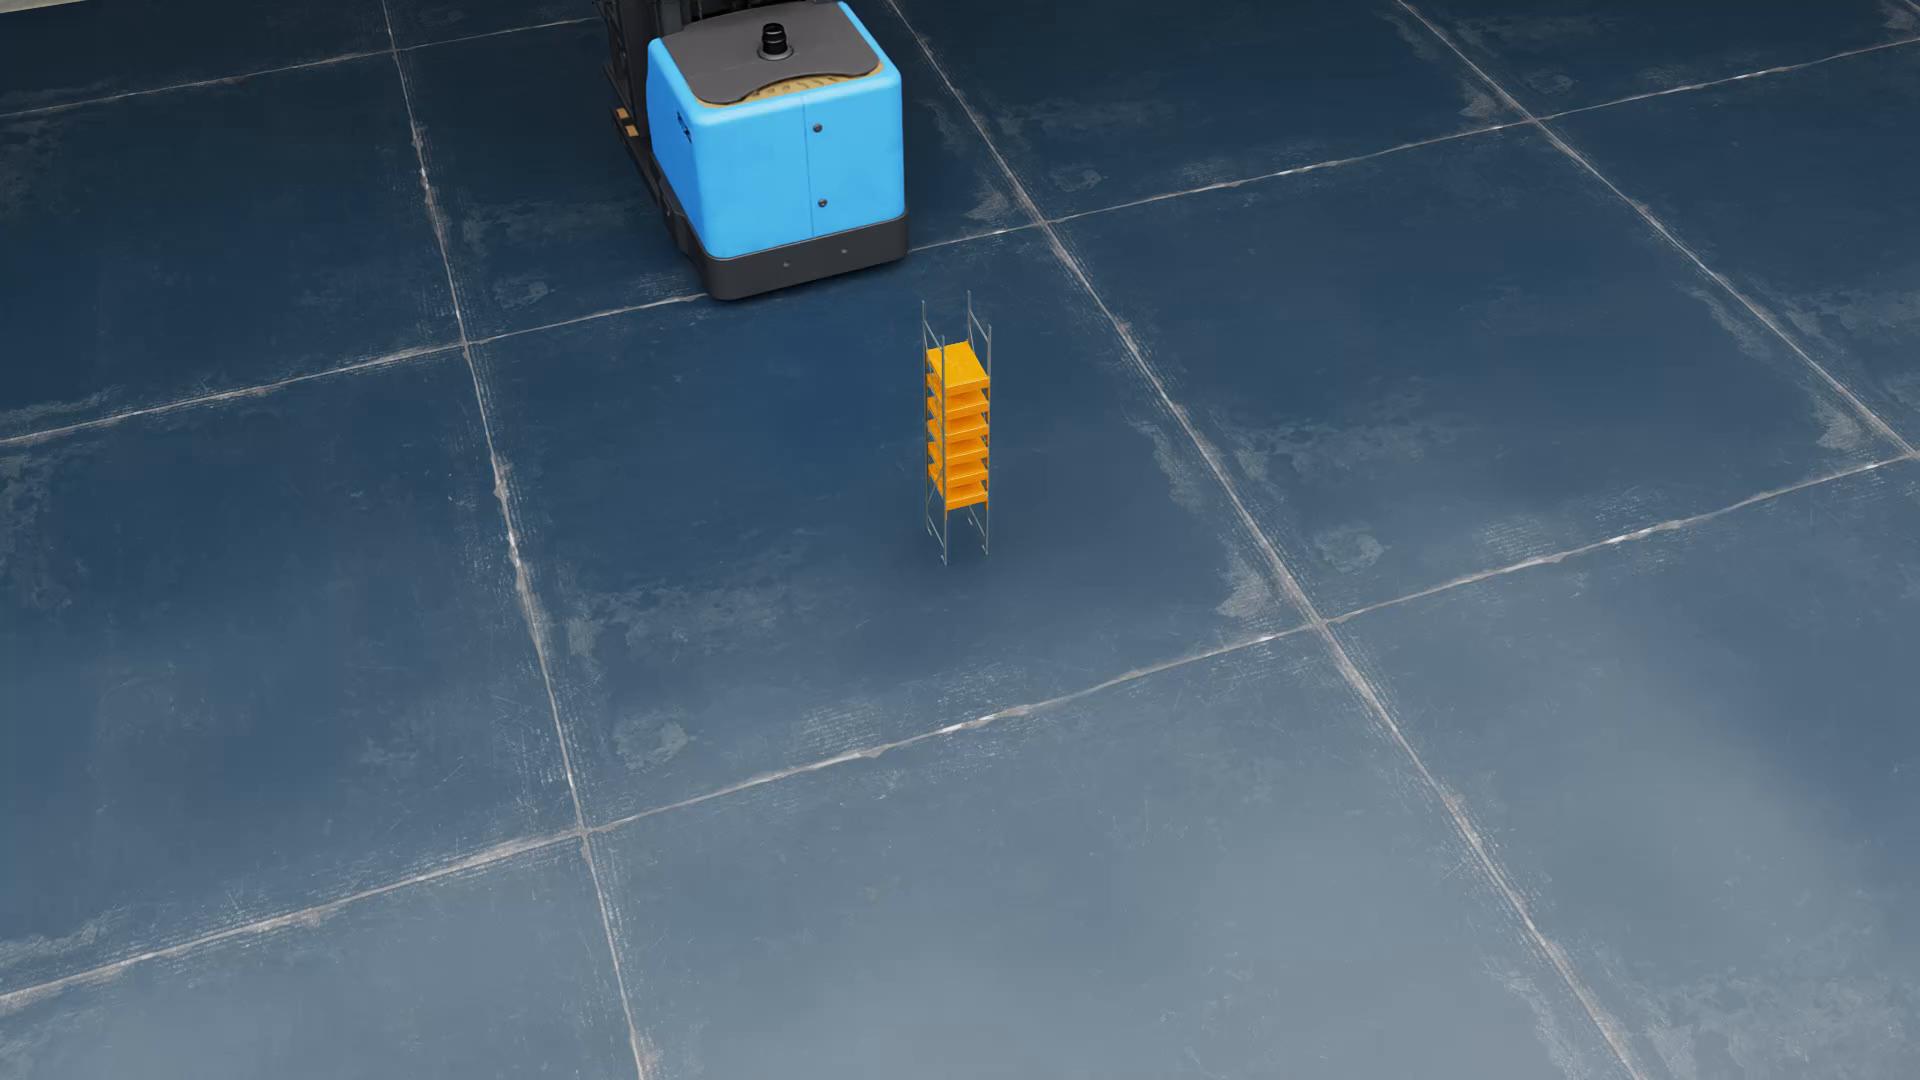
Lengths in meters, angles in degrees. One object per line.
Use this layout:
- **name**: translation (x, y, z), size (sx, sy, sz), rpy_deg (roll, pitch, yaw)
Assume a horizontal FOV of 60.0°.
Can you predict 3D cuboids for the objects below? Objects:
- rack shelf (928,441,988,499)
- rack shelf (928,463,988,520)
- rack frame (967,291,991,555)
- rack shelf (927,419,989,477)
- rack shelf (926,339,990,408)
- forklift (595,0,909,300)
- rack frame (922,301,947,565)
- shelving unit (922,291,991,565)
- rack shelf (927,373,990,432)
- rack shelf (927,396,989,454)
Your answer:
- **rack shelf**: translation (-0.014, -0.304, 6.747), size (0.180, 0.103, 0.258), rpy_deg (-14, 47, -14)
- **rack shelf**: translation (-0.014, -0.219, 6.832), size (0.180, 0.103, 0.258), rpy_deg (-14, 47, -14)
- **rack frame**: translation (0.072, -0.442, 6.653), size (0.006, 1.200, 0.240), rpy_deg (-14, 47, -14)
- **rack shelf**: translation (-0.014, -0.389, 6.662), size (0.180, 0.103, 0.258), rpy_deg (-14, 47, -14)
- **rack shelf**: translation (-0.014, -0.643, 6.407), size (0.180, 0.103, 0.258), rpy_deg (-14, 47, -14)
- **forklift**: translation (-1.297, -3.265, 8.244), size (1.130, 2.935, 3.031), rpy_deg (-17, 47, -16)
- **rack frame**: translation (-0.100, -0.398, 6.609), size (0.006, 1.200, 0.240), rpy_deg (-14, 47, -14)
- **shelving unit**: translation (-0.014, -0.420, 6.631), size (0.189, 1.200, 0.258), rpy_deg (-14, 47, -14)
- **rack shelf**: translation (-0.014, -0.558, 6.492), size (0.180, 0.103, 0.258), rpy_deg (-14, 47, -14)
- **rack shelf**: translation (-0.014, -0.473, 6.577), size (0.180, 0.103, 0.258), rpy_deg (-14, 47, -14)
